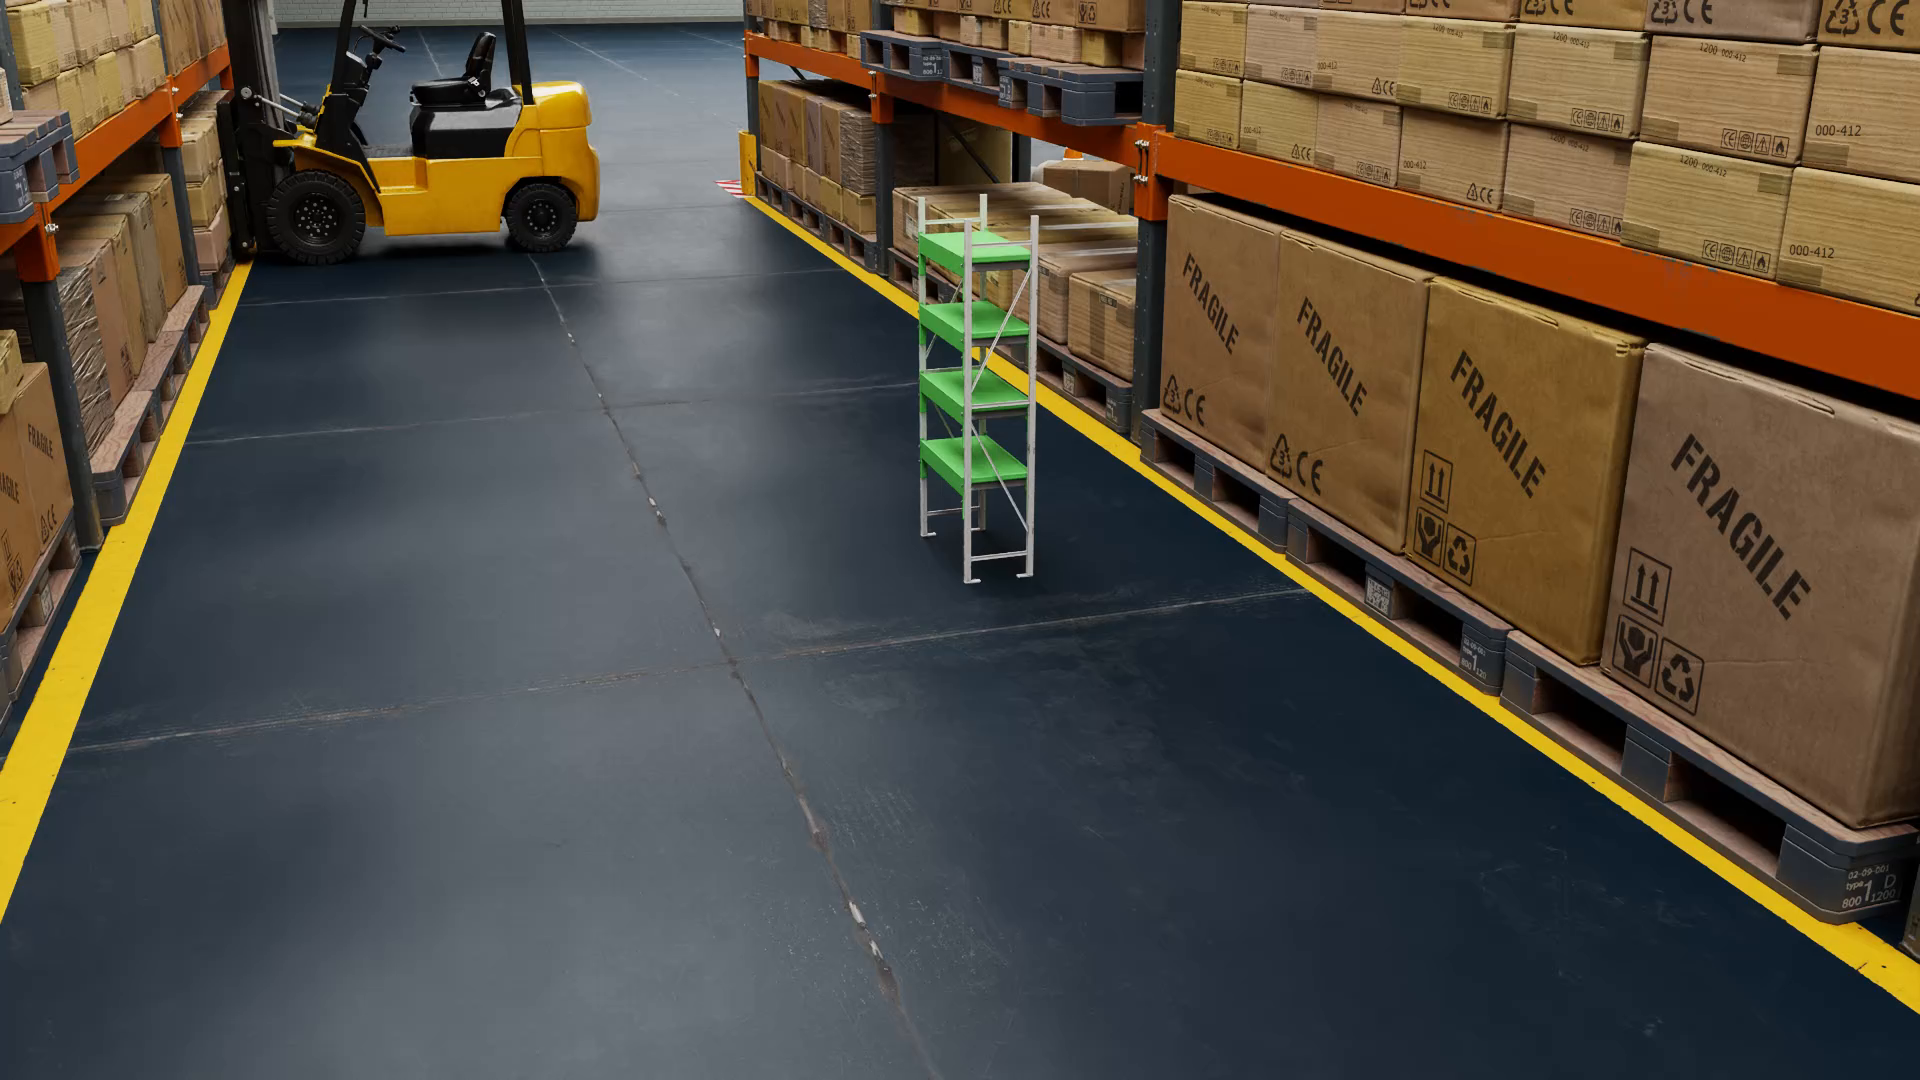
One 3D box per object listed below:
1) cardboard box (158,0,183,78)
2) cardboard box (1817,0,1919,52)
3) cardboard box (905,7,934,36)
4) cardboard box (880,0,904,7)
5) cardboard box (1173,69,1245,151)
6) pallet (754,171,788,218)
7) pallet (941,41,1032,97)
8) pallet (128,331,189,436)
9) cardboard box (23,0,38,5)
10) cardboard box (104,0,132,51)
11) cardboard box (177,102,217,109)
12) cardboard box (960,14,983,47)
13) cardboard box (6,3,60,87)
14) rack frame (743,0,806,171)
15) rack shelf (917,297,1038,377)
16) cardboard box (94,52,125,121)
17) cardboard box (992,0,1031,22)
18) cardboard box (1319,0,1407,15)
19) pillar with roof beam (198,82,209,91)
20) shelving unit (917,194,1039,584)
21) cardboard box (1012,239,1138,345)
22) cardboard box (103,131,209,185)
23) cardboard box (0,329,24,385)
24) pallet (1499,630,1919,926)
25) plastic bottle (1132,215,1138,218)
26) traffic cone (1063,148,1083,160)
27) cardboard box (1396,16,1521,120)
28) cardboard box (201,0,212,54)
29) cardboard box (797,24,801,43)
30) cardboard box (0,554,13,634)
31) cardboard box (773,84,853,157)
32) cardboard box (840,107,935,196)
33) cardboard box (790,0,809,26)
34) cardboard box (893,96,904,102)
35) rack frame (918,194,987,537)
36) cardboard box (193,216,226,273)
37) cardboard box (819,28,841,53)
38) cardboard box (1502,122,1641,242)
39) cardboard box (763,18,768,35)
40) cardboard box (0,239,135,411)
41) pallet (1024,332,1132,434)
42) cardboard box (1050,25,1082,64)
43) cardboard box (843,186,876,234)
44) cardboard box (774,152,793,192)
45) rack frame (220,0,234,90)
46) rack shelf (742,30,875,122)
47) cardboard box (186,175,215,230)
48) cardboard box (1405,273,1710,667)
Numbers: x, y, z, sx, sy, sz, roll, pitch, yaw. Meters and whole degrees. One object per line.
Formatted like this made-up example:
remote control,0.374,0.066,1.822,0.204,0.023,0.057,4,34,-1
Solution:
cardboard box,-4.642,-2.837,9.229,0.500,0.500,0.500,-7,21,-19
cardboard box,2.096,-1.215,3.235,0.500,0.500,0.500,-6,21,-15
cardboard box,-0.096,-2.935,9.402,0.380,0.149,0.250,-6,21,-16
cardboard box,-0.165,-3.352,9.602,0.500,0.500,0.500,-6,21,-16
cardboard box,1.133,-1.610,6.183,0.500,0.250,0.500,-7,21,-18
pallet,-1.051,-2.830,13.484,1.003,0.211,1.213,-6,21,-17
pallet,0.557,-2.405,8.459,1.003,0.211,1.213,-6,21,-17
pallet,-4.095,-0.683,7.505,1.003,0.211,1.213,-6,21,-17
cardboard box,-3.399,-1.907,5.682,0.380,0.149,0.250,-6,21,-16
cardboard box,-4.030,-2.325,7.434,0.500,0.250,0.500,-6,21,-16
cardboard box,-5.233,-2.838,11.349,0.500,0.250,0.500,-6,21,-17
cardboard box,0.217,-2.595,8.455,0.380,0.149,0.250,-6,20,-15
cardboard box,-3.377,-1.672,5.615,0.500,0.250,0.500,-6,21,-17
rack frame,-1.297,-4.432,13.817,1.000,3.000,0.127,-6,21,-17
rack shelf,0.052,-0.677,5.506,0.258,0.148,0.480,-6,21,-17
cardboard box,-3.884,-1.927,7.065,0.500,0.250,0.500,-6,21,-15
cardboard box,0.478,-2.692,7.765,0.500,0.500,0.500,-8,21,-21
cardboard box,1.454,-1.872,5.064,0.500,0.500,0.500,-6,21,-16
pillar with roof beam,-6.330,-10.716,22.438,9.100,9.000,0.400,-6,21,-17
shelving unit,0.052,-0.512,5.566,0.258,1.200,0.503,-6,21,-17
cardboard box,0.810,-1.244,8.208,0.950,0.372,0.625,-7,21,-18
cardboard box,-4.605,-2.182,9.522,0.500,0.250,0.500,-7,21,-18
cardboard box,-3.098,-0.531,5.074,0.380,0.149,0.250,-7,21,-20
pallet,2.161,0.492,4.235,1.003,0.211,1.213,-6,21,-17
plastic bottle,1.335,-2.378,12.448,0.133,0.061,0.283,-3,20,-8
traffic cone,1.010,-3.464,14.876,0.336,0.463,0.334,-6,21,-17
cardboard box,1.596,-1.349,4.717,0.500,0.250,0.500,-6,21,-16
cardboard box,-5.288,-3.488,11.043,0.500,0.500,0.500,-7,21,-18
cardboard box,-0.998,-3.765,12.333,0.380,0.149,0.250,-6,21,-15
cardboard box,-2.842,0.085,4.319,0.500,0.500,0.500,-5,20,-15
cardboard box,-1.129,-3.225,12.795,0.500,0.500,0.500,-7,21,-19
cardboard box,-0.480,-2.566,10.960,0.500,0.500,0.500,-7,21,-18
cardboard box,-0.917,-3.946,11.876,0.500,0.500,0.500,-7,21,-18
cardboard box,-0.310,-2.960,12.056,0.500,0.500,0.500,-5,20,-14
rack frame,-0.025,-0.590,5.784,0.240,1.200,0.015,-6,21,-17
cardboard box,-4.588,-1.713,9.696,0.500,0.250,0.500,-6,21,-17
cardboard box,-0.752,-3.426,11.390,0.380,0.149,0.250,-7,21,-18
cardboard box,1.795,-0.955,4.359,0.500,0.250,0.500,-7,21,-19
cardboard box,-1.387,-4.182,13.495,0.380,0.149,0.250,-6,21,-17
cardboard box,-3.889,-0.826,6.671,0.875,0.625,0.625,-6,21,-15
pallet,0.973,-0.803,7.840,1.003,0.211,1.213,-6,21,-17
cardboard box,0.617,-2.178,7.294,0.380,0.149,0.250,-7,21,-18
cardboard box,-0.481,-2.213,11.086,0.500,0.250,0.500,-5,20,-15
cardboard box,-1.153,-2.882,12.950,0.500,0.250,0.500,-6,21,-15
rack frame,-6.008,-3.903,12.346,1.000,3.000,0.127,-6,21,-17
rack shelf,-0.668,-3.451,12.152,1.077,0.370,4.000,-6,21,-17
cardboard box,-4.610,-1.946,9.605,0.500,0.250,0.500,-6,21,-17
cardboard box,1.913,-0.258,4.719,0.875,0.875,0.875,-6,21,-16
